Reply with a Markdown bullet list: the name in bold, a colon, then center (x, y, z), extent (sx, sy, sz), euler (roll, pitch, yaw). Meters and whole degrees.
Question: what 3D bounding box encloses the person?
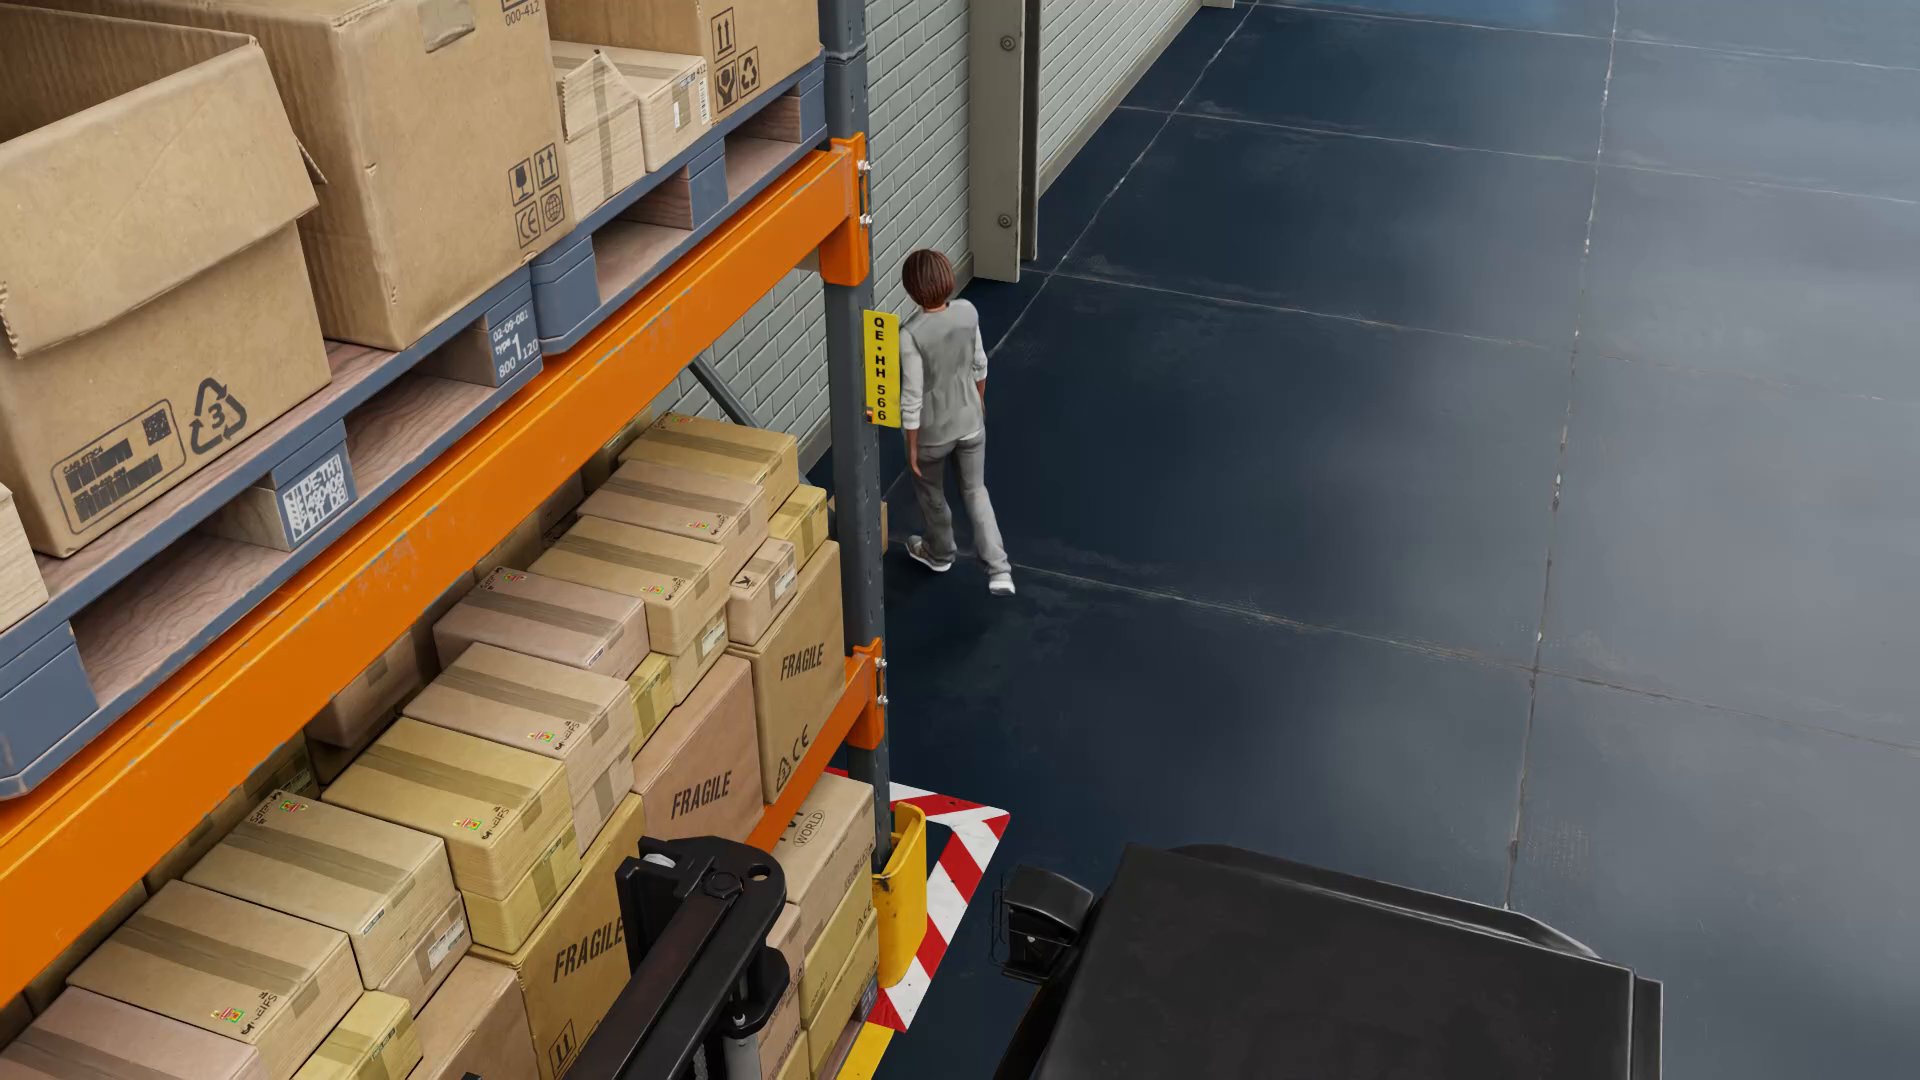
- **person**: center (-0.028, -0.448, 6.809), extent (0.487, 1.571, 0.769), euler (-20, 39, -28)
